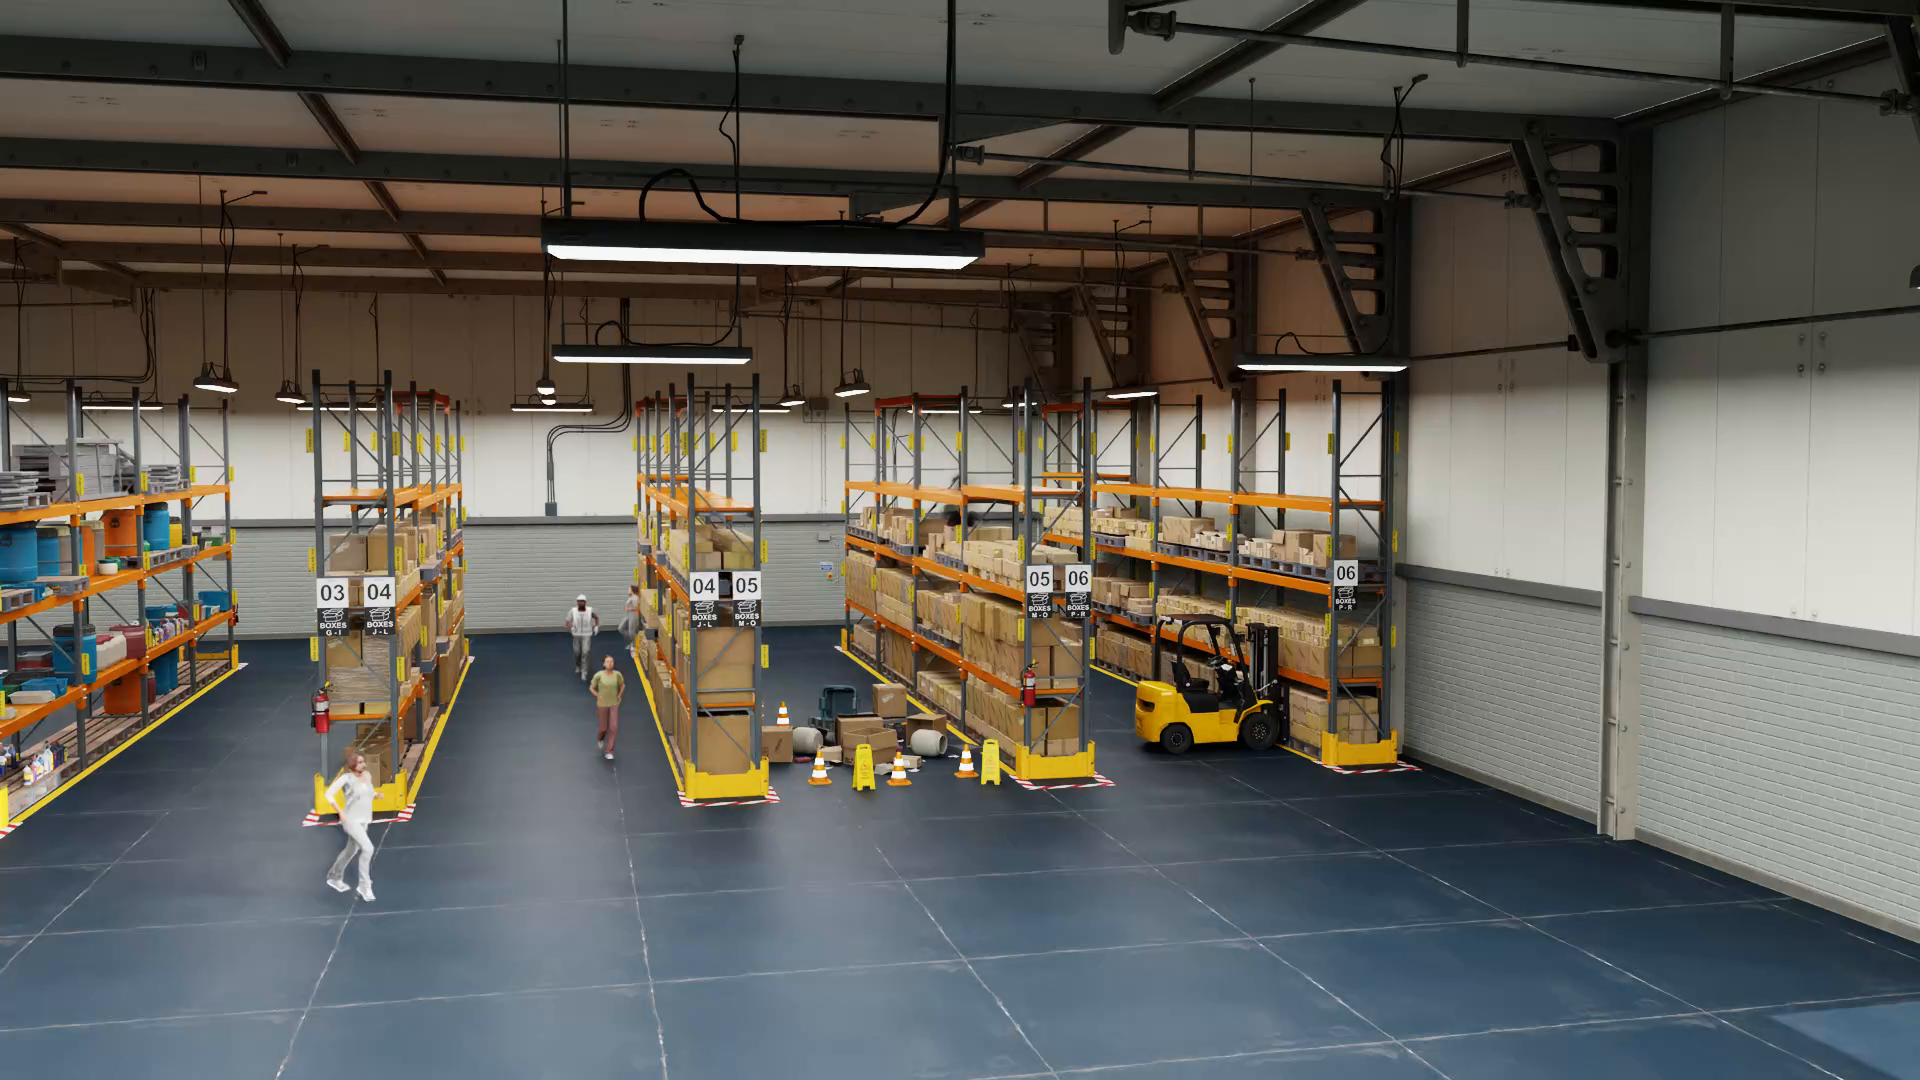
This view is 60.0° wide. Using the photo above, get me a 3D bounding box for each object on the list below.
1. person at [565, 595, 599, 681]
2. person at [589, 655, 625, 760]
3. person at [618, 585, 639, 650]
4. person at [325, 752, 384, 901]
[{"bbox_3d":[-8.061,2.061,35.496,0.707,1.793,0.864,-1,3,-11],"label":"person"},{"bbox_3d":[-5.621,2.643,26.567,0.577,1.641,0.752,-1,4,-24],"label":"person"},{"bbox_3d":[-7.919,1.883,40.125,0.595,1.619,0.621,-2,4,-25],"label":"person"},{"bbox_3d":[-6.675,3.152,18.364,0.721,1.650,0.509,1,3,17],"label":"person"}]
